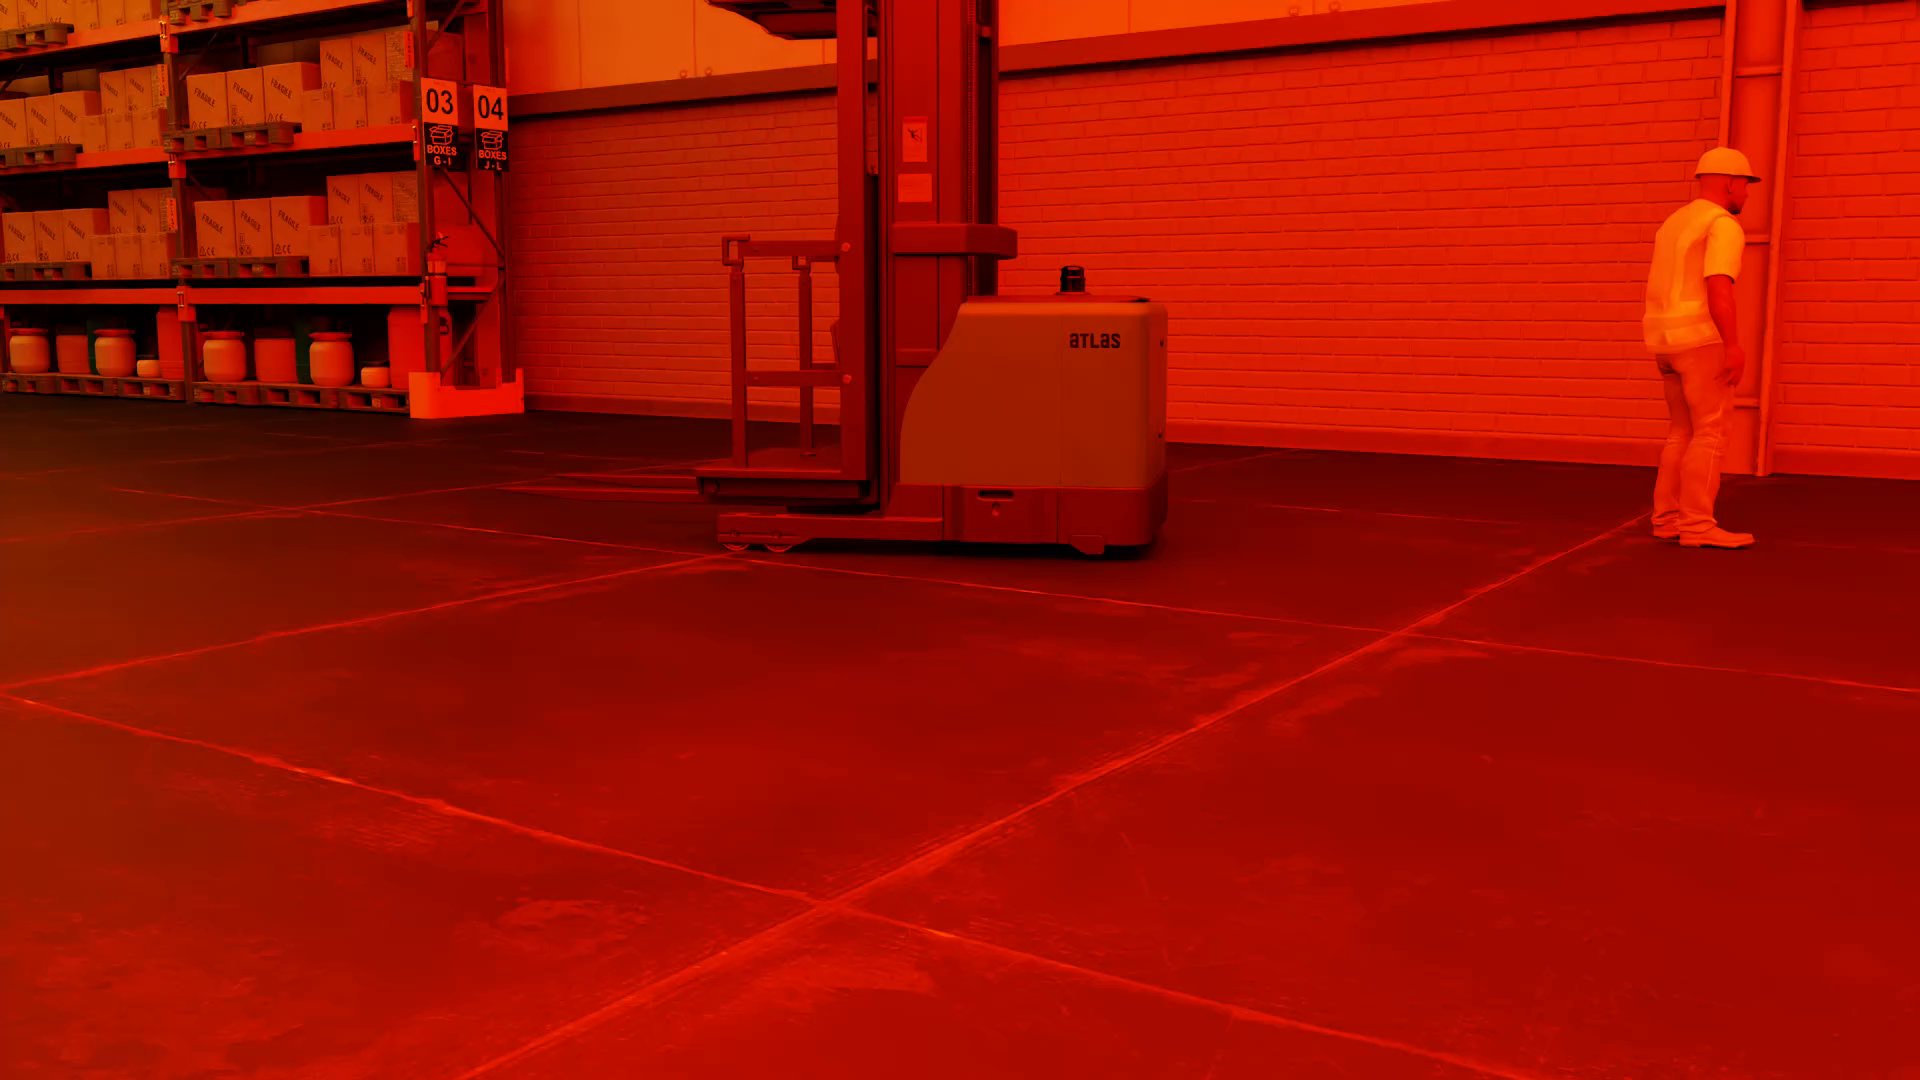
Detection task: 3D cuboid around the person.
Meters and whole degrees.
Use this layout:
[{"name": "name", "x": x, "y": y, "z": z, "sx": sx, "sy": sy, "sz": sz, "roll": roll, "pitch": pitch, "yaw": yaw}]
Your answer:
[{"name": "person", "x": 3.330, "y": -0.867, "z": 7.467, "sx": 0.461, "sy": 1.759, "sz": 0.629, "roll": 0, "pitch": 8, "yaw": -1}]

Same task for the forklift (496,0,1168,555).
[{"name": "forklift", "x": -0.596, "y": -1.469, "z": 7.520, "sx": 3.031, "sy": 2.935, "sz": 1.130, "roll": 2, "pitch": 8, "yaw": 12}]
